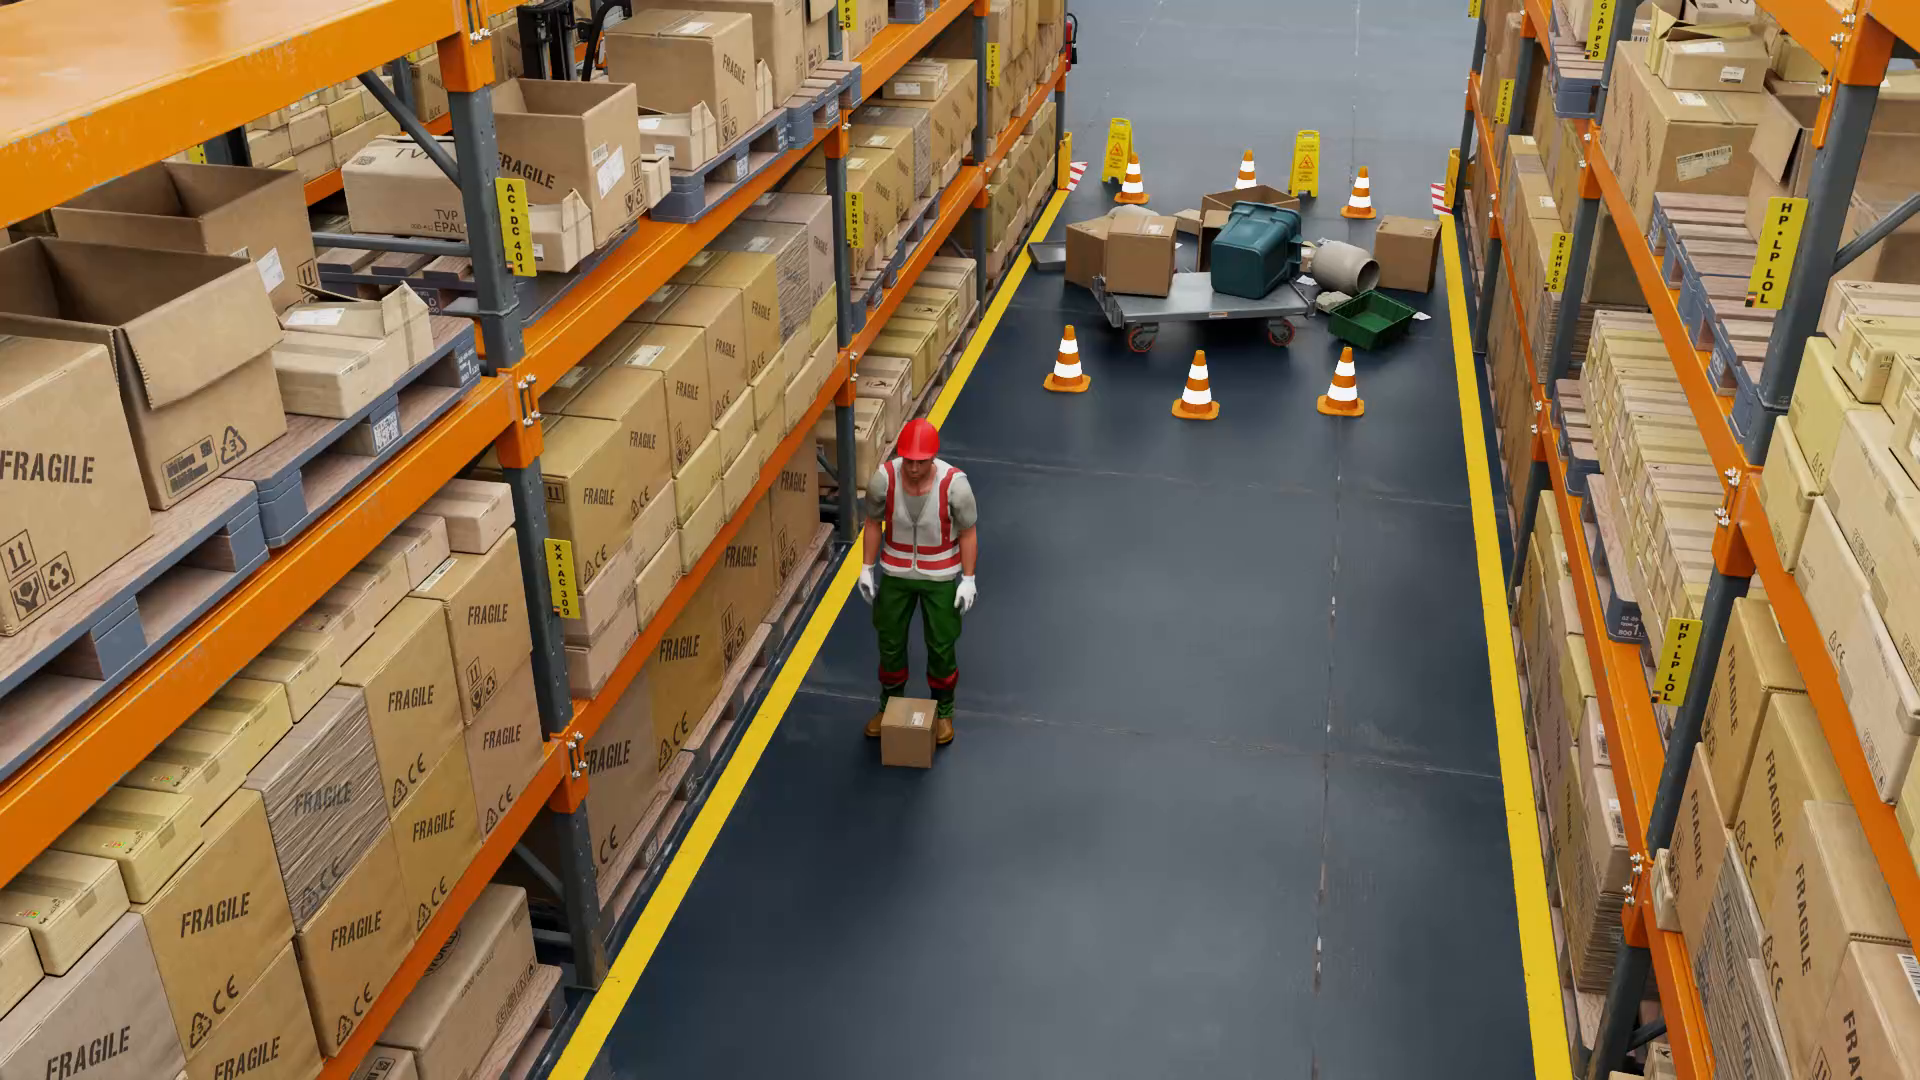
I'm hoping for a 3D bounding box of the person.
[{"bbox_3d":[-0.211,0.194,8.252,0.604,1.778,0.450,5,29,9],"label":"person"}]
